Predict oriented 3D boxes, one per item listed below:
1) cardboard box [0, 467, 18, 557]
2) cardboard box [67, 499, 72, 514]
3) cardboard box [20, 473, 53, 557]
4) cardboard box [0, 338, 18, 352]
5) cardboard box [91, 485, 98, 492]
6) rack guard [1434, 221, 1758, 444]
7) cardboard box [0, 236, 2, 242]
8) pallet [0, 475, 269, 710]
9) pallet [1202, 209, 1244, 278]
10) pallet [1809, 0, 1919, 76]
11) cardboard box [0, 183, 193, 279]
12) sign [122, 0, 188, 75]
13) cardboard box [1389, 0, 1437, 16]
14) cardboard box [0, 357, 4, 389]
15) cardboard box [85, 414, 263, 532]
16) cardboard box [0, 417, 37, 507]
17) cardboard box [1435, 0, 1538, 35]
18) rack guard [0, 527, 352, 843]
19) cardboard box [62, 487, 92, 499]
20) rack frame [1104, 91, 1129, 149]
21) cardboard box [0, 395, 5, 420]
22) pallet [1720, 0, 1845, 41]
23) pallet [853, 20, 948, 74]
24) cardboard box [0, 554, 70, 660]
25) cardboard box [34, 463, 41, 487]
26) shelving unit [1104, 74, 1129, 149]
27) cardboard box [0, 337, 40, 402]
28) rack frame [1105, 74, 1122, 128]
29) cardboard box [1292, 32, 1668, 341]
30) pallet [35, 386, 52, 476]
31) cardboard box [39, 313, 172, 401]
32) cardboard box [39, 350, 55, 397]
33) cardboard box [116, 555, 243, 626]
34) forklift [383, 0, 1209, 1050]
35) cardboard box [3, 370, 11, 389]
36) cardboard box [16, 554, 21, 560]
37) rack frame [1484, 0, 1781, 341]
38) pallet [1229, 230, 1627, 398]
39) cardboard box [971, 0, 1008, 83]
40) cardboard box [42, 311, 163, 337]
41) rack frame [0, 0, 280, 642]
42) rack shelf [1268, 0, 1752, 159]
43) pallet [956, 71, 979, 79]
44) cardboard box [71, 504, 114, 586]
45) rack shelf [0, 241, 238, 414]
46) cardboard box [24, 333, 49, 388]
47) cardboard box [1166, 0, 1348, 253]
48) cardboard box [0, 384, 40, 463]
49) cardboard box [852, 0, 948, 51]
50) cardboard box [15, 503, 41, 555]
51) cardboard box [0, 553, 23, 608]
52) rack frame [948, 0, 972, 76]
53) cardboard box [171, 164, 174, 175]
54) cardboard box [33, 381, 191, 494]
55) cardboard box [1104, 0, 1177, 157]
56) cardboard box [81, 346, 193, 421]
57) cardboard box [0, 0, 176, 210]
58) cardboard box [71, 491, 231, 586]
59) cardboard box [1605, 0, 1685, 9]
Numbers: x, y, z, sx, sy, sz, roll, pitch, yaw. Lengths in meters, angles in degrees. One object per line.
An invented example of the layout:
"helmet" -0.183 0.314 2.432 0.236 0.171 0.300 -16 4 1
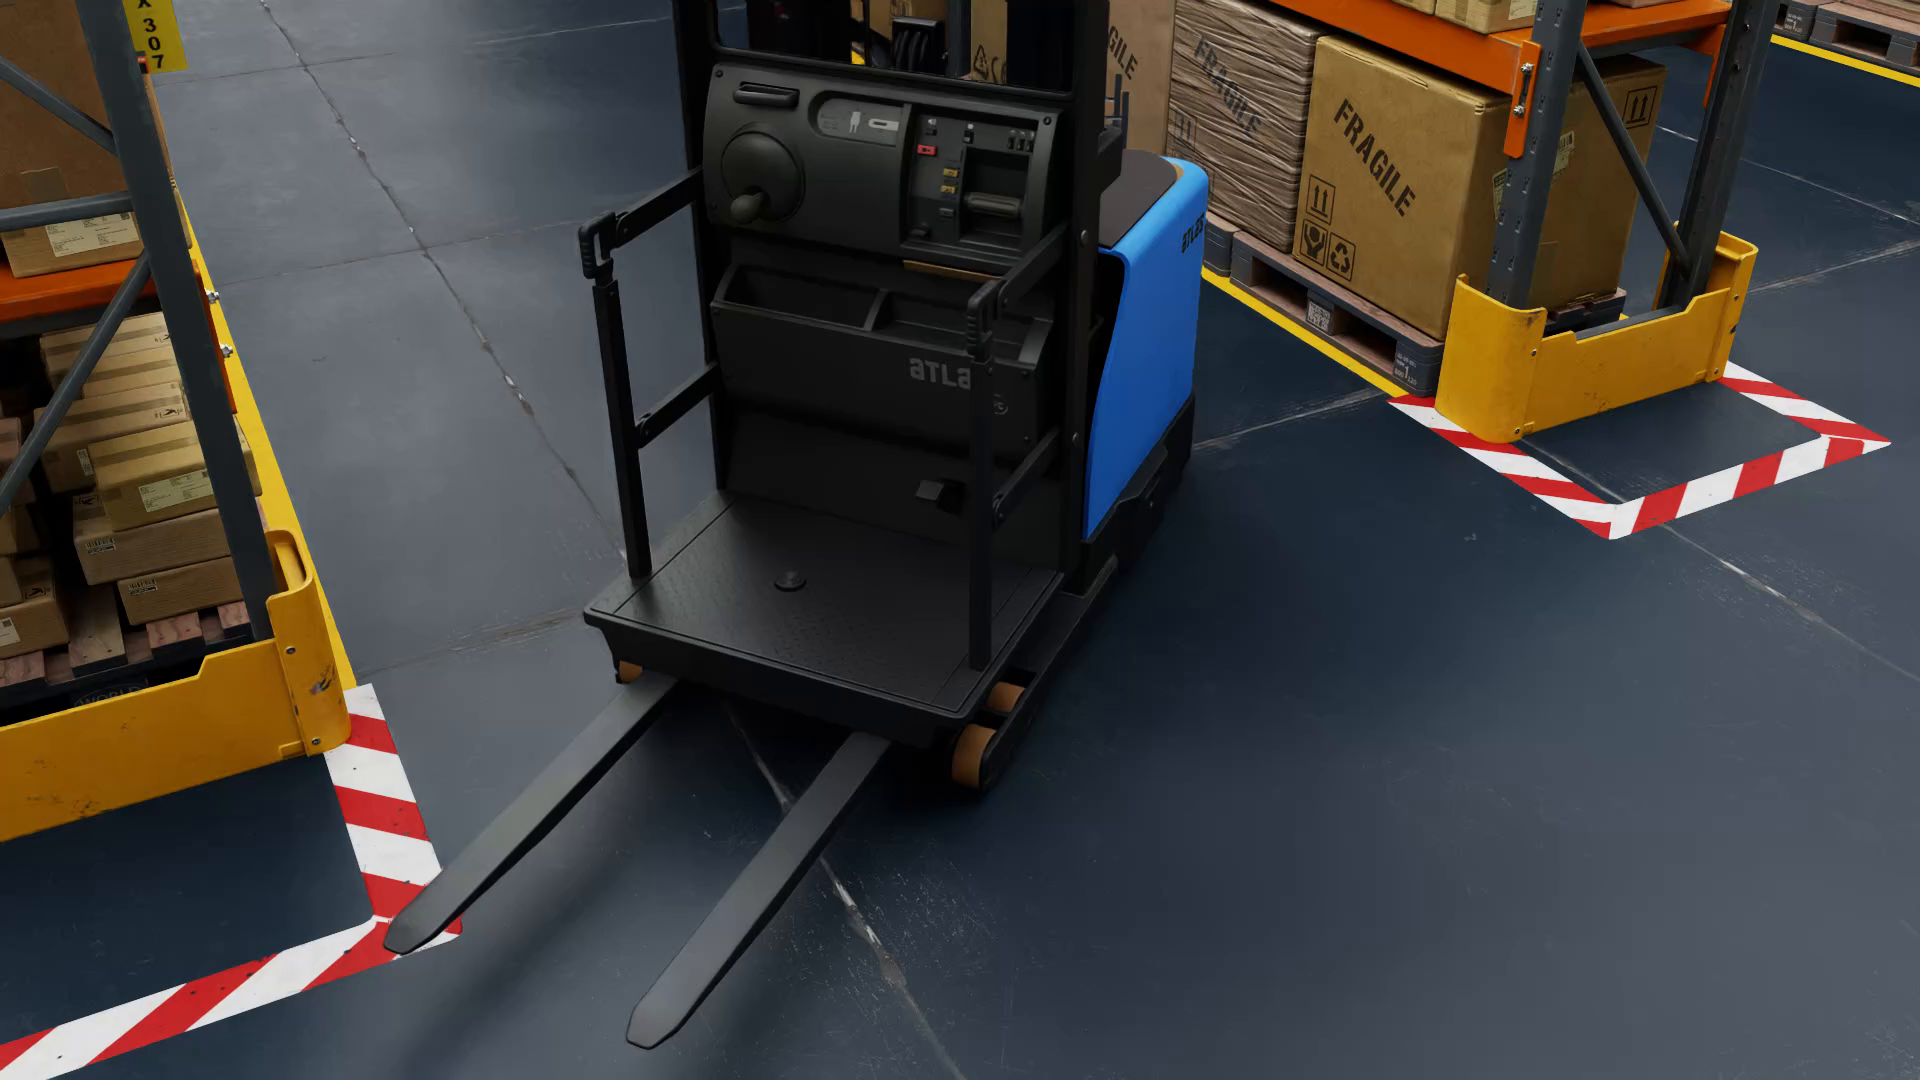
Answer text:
"cardboard box" -2.634 -0.040 4.234 0.380 0.149 0.250 -15 36 -23
"cardboard box" -2.441 -0.152 4.961 0.380 0.149 0.250 -15 36 -23
"cardboard box" -2.850 -0.045 4.792 0.380 0.149 0.250 -16 36 -23
"cardboard box" -3.198 -0.674 5.223 0.380 0.149 0.250 -17 36 -25
"cardboard box" -2.258 -0.186 4.737 0.380 0.149 0.250 -16 36 -23
"rack guard" 2.283 -0.760 5.972 1.175 0.500 0.348 -16 36 -23
"cardboard box" -2.180 -0.867 4.055 0.380 0.149 0.250 -15 35 -21
"pallet" -2.546 0.117 4.872 1.003 0.211 1.213 -16 36 -23
"pallet" 1.265 -1.593 7.541 1.003 0.211 1.213 -16 36 -23
"pallet" 5.738 -2.880 9.550 1.003 0.211 1.213 -16 36 -23
"cardboard box" -2.024 -0.756 3.882 0.380 0.149 0.250 -16 36 -23
"sign" -1.683 -1.125 3.424 0.100 0.325 0.005 -16 36 -23
"cardboard box" 1.692 -1.929 5.713 0.380 0.149 0.250 -15 36 -23
"cardboard box" -3.262 -0.525 5.266 0.380 0.149 0.250 -14 35 -21
"cardboard box" -2.107 -0.187 4.463 0.380 0.149 0.250 -18 37 -25
"cardboard box" -2.701 -0.175 4.444 0.380 0.149 0.250 -15 36 -22
"cardboard box" 1.814 -1.805 5.520 0.380 0.149 0.250 -15 36 -22
"rack guard" -2.199 0.392 4.175 1.175 0.500 0.348 -16 36 -23
"cardboard box" -2.451 -0.280 4.884 0.380 0.149 0.250 -15 36 -23
"rack frame" 0.412 -0.901 5.544 0.240 1.200 0.006 -1 33 -2
"cardboard box" -2.999 -0.406 4.805 0.380 0.149 0.250 -17 37 -25
"pallet" 5.165 -3.463 10.460 1.003 0.211 1.213 -16 36 -23
"pallet" -0.020 -2.908 9.593 1.003 0.211 1.213 -16 36 -23
"cardboard box" -2.593 0.200 4.410 0.380 0.149 0.250 -15 36 -22
"cardboard box" -2.976 -0.159 4.971 0.380 0.149 0.250 -15 36 -23
"shelving unit" 0.408 -0.950 5.621 0.258 1.200 0.189 -1 33 -2
"cardboard box" -3.312 -0.540 5.566 0.380 0.149 0.250 -15 36 -22
"rack frame" 0.404 -0.999 5.698 0.240 1.200 0.006 -1 33 -2
"cardboard box" 1.902 -1.391 6.221 0.875 0.875 0.875 -16 36 -23
"pallet" -3.111 -0.465 5.780 1.003 0.211 1.213 -16 36 -23
"cardboard box" -2.535 -0.538 5.011 0.380 0.149 0.250 -18 37 -25
"cardboard box" -2.682 -0.533 5.278 0.380 0.149 0.250 -18 37 -25
"cardboard box" -2.124 0.069 4.616 0.380 0.149 0.250 -15 36 -22
"forklift" -0.294 -0.863 3.879 1.130 2.935 3.031 14 35 20
"cardboard box" -3.260 -0.401 5.348 0.380 0.149 0.250 -15 36 -22
"cardboard box" -2.803 0.103 4.562 0.380 0.149 0.250 -15 35 -22
"rack frame" 2.272 -1.824 5.316 1.000 3.000 0.127 -16 36 -23
"pallet" 1.830 -1.011 6.633 1.003 0.211 1.213 -16 36 -23
"cardboard box" 0.644 -2.680 8.232 0.875 0.875 0.875 -16 36 -23
"cardboard box" -2.656 -0.673 5.222 0.380 0.149 0.250 -14 35 -21
"rack frame" -2.163 -0.624 3.444 1.000 3.000 0.127 -16 36 -23
"rack shelf" 1.339 -2.475 7.000 1.077 0.370 4.000 -16 36 -23
"pallet" 0.692 -2.176 8.451 1.003 0.211 1.213 -16 36 -23
"cardboard box" -2.319 -0.036 4.779 0.380 0.149 0.250 -16 36 -23
"rack shelf" -3.096 -1.276 5.128 1.077 0.370 4.000 -16 36 -23
"cardboard box" -2.845 -0.652 5.464 0.380 0.149 0.250 -14 35 -21
"cardboard box" 1.478 -1.825 6.899 0.875 0.875 0.875 -16 36 -23
"cardboard box" -2.940 -0.308 4.928 0.380 0.149 0.250 -16 36 -24
"cardboard box" 0.090 -3.315 9.224 1.225 0.875 0.875 -16 36 -23
"cardboard box" -2.736 -0.044 4.517 0.380 0.149 0.250 -17 36 -24
"cardboard box" -2.662 0.094 4.301 0.380 0.149 0.250 -17 36 -24
"rack frame" 0.407 -3.733 8.296 1.000 3.000 0.127 -16 36 -23
"cardboard box" -2.258 -1.009 4.277 0.380 0.149 0.250 -17 36 -24
"cardboard box" -2.342 -0.288 4.621 0.380 0.149 0.250 -15 36 -22
"cardboard box" 1.063 -2.250 7.562 0.875 0.875 0.875 -16 36 -23
"cardboard box" -2.346 -0.441 4.859 0.380 0.149 0.250 -16 36 -23
"cardboard box" -2.128 -1.075 3.780 0.500 0.500 0.500 -14 35 -21
"cardboard box" -2.181 -0.041 4.511 0.380 0.149 0.250 -14 35 -21
"cardboard box" 2.398 -1.970 5.778 0.380 0.149 0.250 -15 36 -23
